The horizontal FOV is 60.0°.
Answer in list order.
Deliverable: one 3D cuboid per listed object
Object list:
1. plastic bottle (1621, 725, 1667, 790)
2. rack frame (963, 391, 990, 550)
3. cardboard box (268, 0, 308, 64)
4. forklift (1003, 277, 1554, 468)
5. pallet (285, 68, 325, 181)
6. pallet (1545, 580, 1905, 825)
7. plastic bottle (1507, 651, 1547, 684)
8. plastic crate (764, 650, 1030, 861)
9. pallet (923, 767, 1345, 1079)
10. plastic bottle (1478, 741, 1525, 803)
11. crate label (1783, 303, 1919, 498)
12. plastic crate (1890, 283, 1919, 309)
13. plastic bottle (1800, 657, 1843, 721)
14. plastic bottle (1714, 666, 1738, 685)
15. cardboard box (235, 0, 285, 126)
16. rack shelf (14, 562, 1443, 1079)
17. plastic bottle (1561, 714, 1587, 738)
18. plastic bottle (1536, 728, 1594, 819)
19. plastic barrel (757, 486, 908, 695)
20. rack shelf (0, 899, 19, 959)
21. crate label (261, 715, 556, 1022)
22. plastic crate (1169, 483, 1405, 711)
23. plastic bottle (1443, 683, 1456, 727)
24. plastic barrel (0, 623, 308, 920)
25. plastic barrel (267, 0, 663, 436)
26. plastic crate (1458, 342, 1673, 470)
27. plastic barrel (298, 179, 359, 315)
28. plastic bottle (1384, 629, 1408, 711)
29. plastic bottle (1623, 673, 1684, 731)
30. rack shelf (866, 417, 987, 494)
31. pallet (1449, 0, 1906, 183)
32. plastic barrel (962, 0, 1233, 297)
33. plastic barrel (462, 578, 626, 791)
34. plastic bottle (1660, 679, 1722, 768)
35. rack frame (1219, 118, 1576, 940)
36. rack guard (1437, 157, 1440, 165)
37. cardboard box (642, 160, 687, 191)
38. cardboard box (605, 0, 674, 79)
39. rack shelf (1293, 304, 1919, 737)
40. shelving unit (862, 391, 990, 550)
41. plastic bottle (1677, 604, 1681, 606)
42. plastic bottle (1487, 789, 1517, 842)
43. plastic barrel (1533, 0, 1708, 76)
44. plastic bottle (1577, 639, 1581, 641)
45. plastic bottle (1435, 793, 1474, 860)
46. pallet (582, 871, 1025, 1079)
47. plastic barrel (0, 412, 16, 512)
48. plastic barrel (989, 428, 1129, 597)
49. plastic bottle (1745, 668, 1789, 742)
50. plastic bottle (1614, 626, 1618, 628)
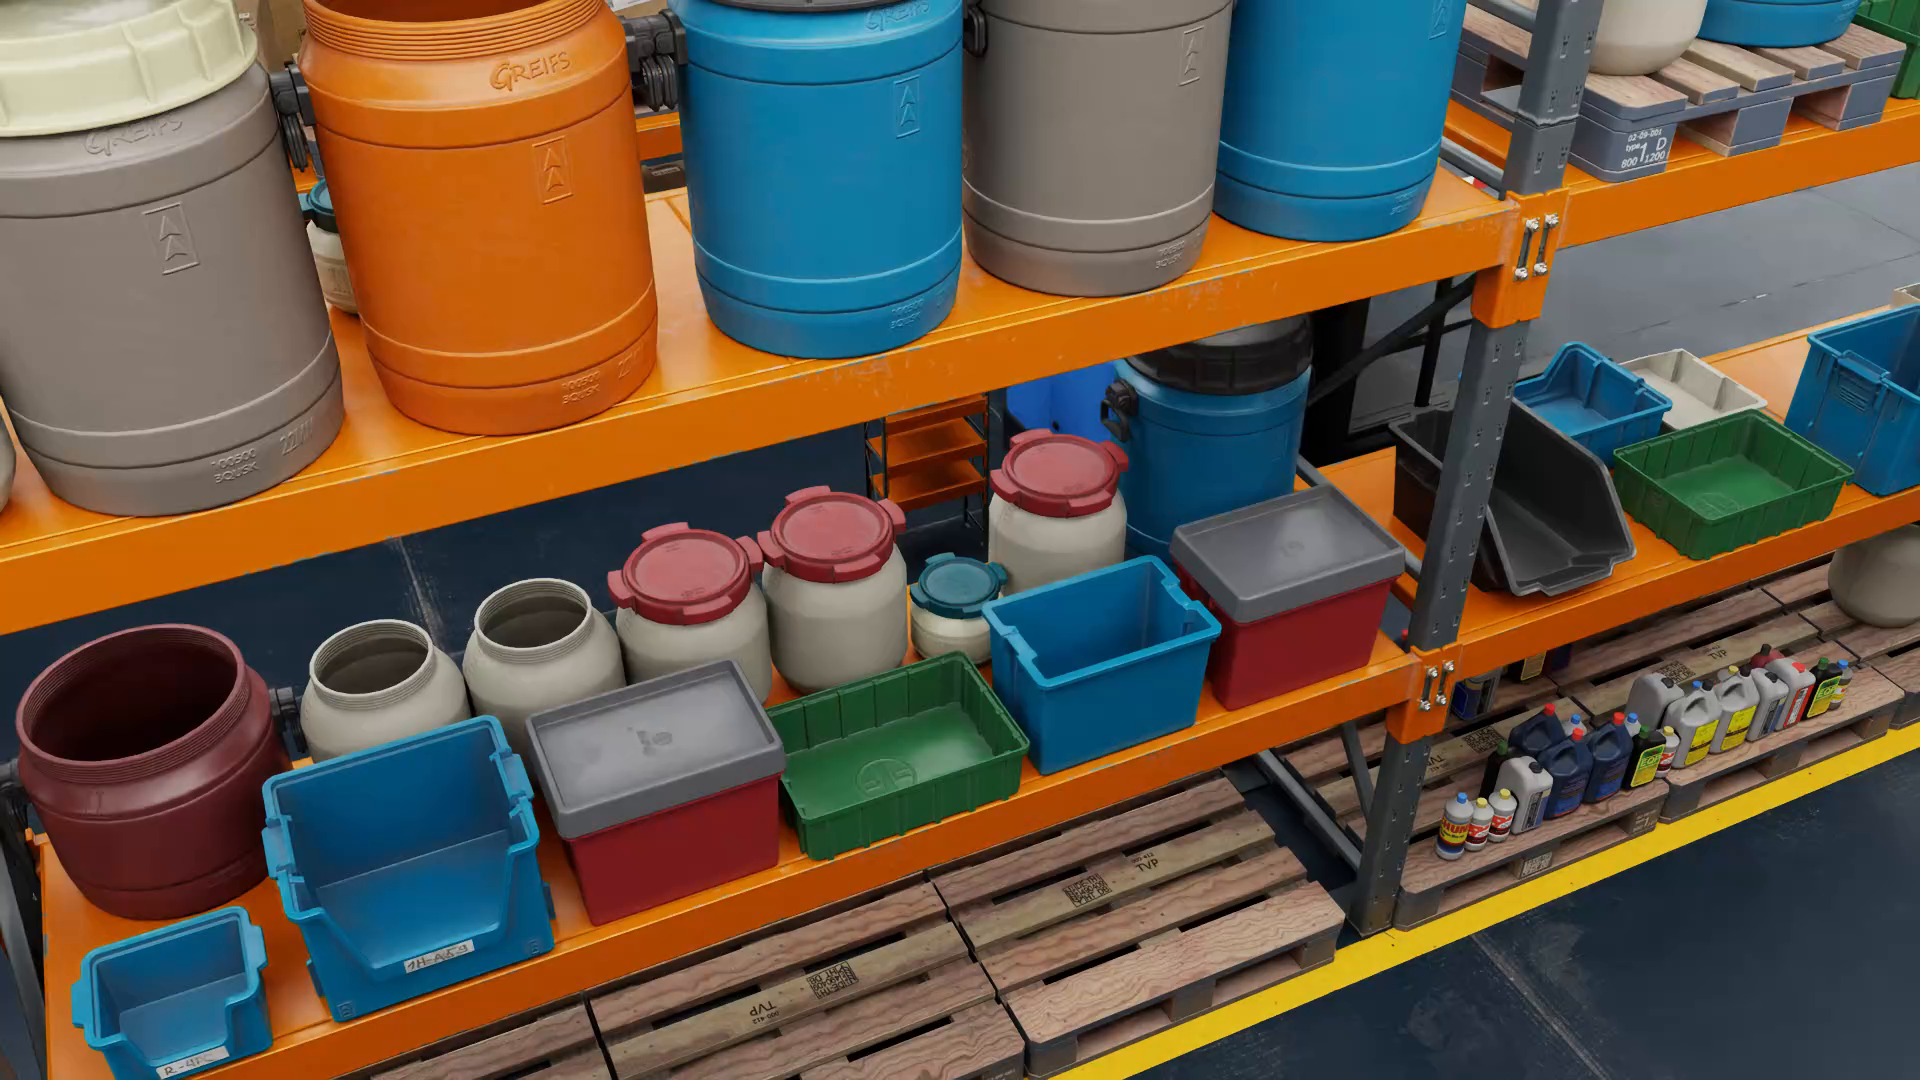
[{"bbox_3d":[2.504,0.783,6.087,0.133,0.283,0.061,-14,39,-18],"label":"plastic bottle"},{"bbox_3d":[0.071,-0.502,7.419,0.015,1.200,0.240,-16,39,-20],"label":"rack frame"},{"bbox_3d":[-5.103,-4.036,12.210,0.750,0.750,1.050,-15,39,-19],"label":"cardboard box"},{"bbox_3d":[1.767,-1.729,7.620,3.031,2.935,1.130,-16,40,-21],"label":"forklift"},{"bbox_3d":[-2.692,-2.188,8.343,1.213,0.211,1.003,-16,39,-20],"label":"pallet"},{"bbox_3d":[2.990,0.578,6.794,1.213,0.211,1.003,-16,39,-20],"label":"pallet"},{"bbox_3d":[2.252,0.431,6.562,0.133,0.283,0.061,-16,39,-20],"label":"plastic bottle"},{"bbox_3d":[-0.198,0.595,4.608,0.662,0.188,0.450,-16,39,-20],"label":"plastic crate"},{"bbox_3d":[0.564,1.256,5.879,1.213,0.211,1.003,-16,39,-20],"label":"pallet"},{"bbox_3d":[1.969,0.833,6.020,0.133,0.283,0.061,-16,39,-20],"label":"plastic bottle"},{"bbox_3d":[3.328,-0.499,5.875,0.616,0.435,0.502,-16,39,-20],"label":"crate label"},{"bbox_3d":[3.933,-0.937,6.717,0.250,0.136,0.298,-16,39,-20],"label":"plastic crate"},{"bbox_3d":[3.305,0.559,6.389,0.133,0.283,0.061,-15,39,-19],"label":"plastic bottle"},{"bbox_3d":[2.968,0.574,6.438,0.097,0.201,0.097,0,37,0],"label":"plastic bottle"},{"bbox_3d":[-3.532,-2.305,7.903,0.500,0.500,0.700,-10,38,-13],"label":"cardboard box"},{"bbox_3d":[-0.552,0.712,4.877,4.000,0.370,1.077,-16,39,-20],"label":"rack shelf"},{"bbox_3d":[2.246,0.753,6.138,0.097,0.271,0.097,0,37,0],"label":"plastic bottle"},{"bbox_3d":[2.166,0.823,5.977,0.185,0.351,0.144,-15,39,-19],"label":"plastic bottle"},{"bbox_3d":[-0.365,0.171,4.887,0.433,0.535,0.433,0,37,0],"label":"plastic barrel"},{"bbox_3d":[-4.173,1.724,3.512,4.000,0.370,1.077,-16,39,-20],"label":"rack shelf"},{"bbox_3d":[-1.348,0.809,4.112,0.616,0.435,0.502,-16,39,-20],"label":"crate label"},{"bbox_3d":[0.950,0.178,4.938,0.583,0.464,0.402,-16,39,-20],"label":"plastic crate"},{"bbox_3d":[1.780,0.563,6.327,0.185,0.351,0.144,-16,39,-20],"label":"plastic bottle"},{"bbox_3d":[-2.071,0.593,4.318,0.708,0.536,0.600,-16,39,-20],"label":"plastic barrel"},{"bbox_3d":[-0.935,-0.705,3.304,0.708,0.830,0.600,-16,39,-20],"label":"plastic barrel"},{"bbox_3d":[2.145,-0.450,5.964,0.616,0.251,0.499,-16,39,-20],"label":"plastic crate"},{"bbox_3d":[-1.310,-0.668,3.731,0.301,0.262,0.301,0,37,0],"label":"plastic barrel"},{"bbox_3d":[1.719,0.485,6.432,0.185,0.351,0.144,-17,40,-21],"label":"plastic bottle"},{"bbox_3d":[2.636,0.624,6.308,0.135,0.276,0.152,-16,39,-20],"label":"plastic bottle"},{"bbox_3d":[-0.150,-0.386,7.376,0.480,0.148,0.258,-16,39,-20],"label":"rack shelf"},{"bbox_3d":[1.870,-1.448,4.825,1.003,0.211,1.213,-16,39,-20],"label":"pallet"},{"bbox_3d":[0.298,-1.078,3.747,0.600,0.901,0.600,0,37,0],"label":"plastic barrel"},{"bbox_3d":[-1.141,0.402,4.597,0.421,0.512,0.421,0,37,0],"label":"plastic barrel"},{"bbox_3d":[2.721,0.668,6.186,0.185,0.351,0.144,-16,39,-20],"label":"plastic bottle"},{"bbox_3d":[1.259,-0.084,5.345,0.127,3.000,1.000,-16,39,-20],"label":"rack frame"},{"bbox_3d":[2.706,-2.744,11.030,0.348,0.500,1.175,-16,39,-20],"label":"rack guard"},{"bbox_3d":[-1.411,-1.784,9.366,0.500,0.500,0.700,-19,40,-23],"label":"cardboard box"},{"bbox_3d":[-1.625,-3.039,8.473,1.000,1.000,1.000,-15,39,-20],"label":"cardboard box"},{"bbox_3d":[3.069,-0.301,6.242,4.000,0.370,1.077,-16,39,-20],"label":"rack shelf"},{"bbox_3d":[-0.150,-0.440,7.336,0.503,1.200,0.258,-16,39,-20],"label":"shelving unit"},{"bbox_3d":[3.012,0.168,6.985,0.097,0.201,0.097,0,37,0],"label":"plastic bottle"},{"bbox_3d":[1.917,0.968,5.907,0.097,0.201,0.097,0,37,0],"label":"plastic bottle"},{"bbox_3d":[1.732,-1.505,4.297,0.421,0.512,0.421,0,37,0],"label":"plastic barrel"},{"bbox_3d":[2.522,0.277,6.779,0.097,0.271,0.097,0,37,0],"label":"plastic bottle"},{"bbox_3d":[1.733,0.991,5.817,0.097,0.271,0.097,0,37,0],"label":"plastic bottle"},{"bbox_3d":[-0.542,1.567,5.460,1.213,0.211,1.003,-16,39,-20],"label":"pallet"},{"bbox_3d":[-1.951,-0.234,2.936,0.421,0.512,0.421,0,37,0],"label":"plastic barrel"},{"bbox_3d":[0.299,-0.014,5.137,0.433,0.535,0.433,0,37,0],"label":"plastic barrel"},{"bbox_3d":[3.038,0.607,6.331,0.135,0.276,0.152,-17,40,-21],"label":"plastic bottle"},{"bbox_3d":[2.705,0.226,6.848,0.097,0.271,0.097,0,37,0],"label":"plastic bottle"}]
